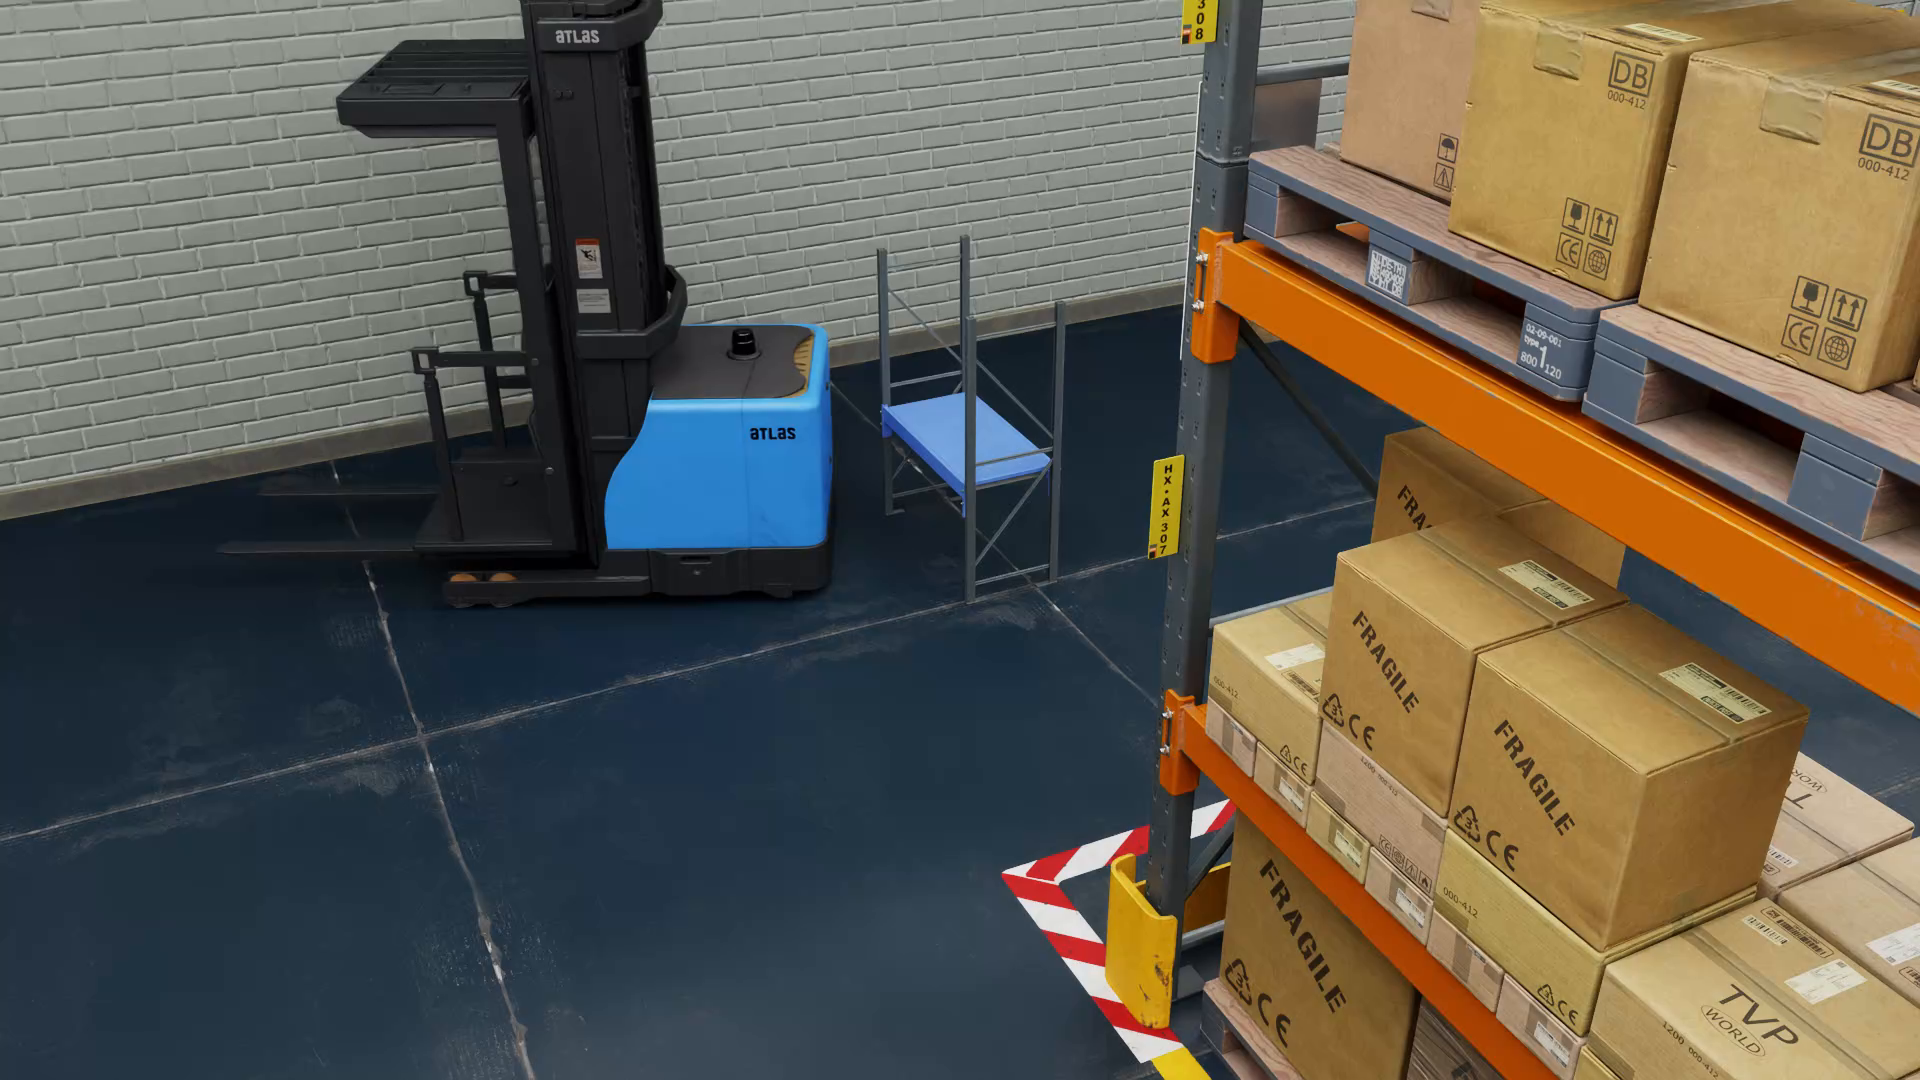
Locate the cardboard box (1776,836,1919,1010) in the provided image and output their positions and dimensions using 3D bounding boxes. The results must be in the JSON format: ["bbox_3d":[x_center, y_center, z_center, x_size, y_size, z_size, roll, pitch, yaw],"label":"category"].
[{"bbox_3d":[2.220,0.976,3.792,0.500,0.250,0.500,-13,32,-22],"label":"cardboard box"}]

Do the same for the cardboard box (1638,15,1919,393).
[{"bbox_3d":[1.779,-0.664,3.167,0.700,0.500,0.500,-15,33,-25],"label":"cardboard box"}]

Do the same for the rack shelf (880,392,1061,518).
[{"bbox_3d":[0.037,-0.460,8.404,0.538,0.185,1.000,-13,32,-22],"label":"rack shelf"}]

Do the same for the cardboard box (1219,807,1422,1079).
[{"bbox_3d":[1.456,1.213,5.263,0.875,0.875,0.875,-13,32,-22],"label":"cardboard box"}]

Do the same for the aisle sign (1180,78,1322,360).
[{"bbox_3d":[0.807,-0.899,4.628,0.394,0.787,0.004,-13,32,-22],"label":"aisle sign"}]

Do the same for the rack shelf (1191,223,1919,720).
[{"bbox_3d":[1.968,0.093,3.187,1.077,0.370,4.000,-13,32,-22],"label":"rack shelf"}]

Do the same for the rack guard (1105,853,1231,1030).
[{"bbox_3d":[1.099,1.283,5.950,1.175,0.500,0.348,-13,32,-22],"label":"rack guard"}]

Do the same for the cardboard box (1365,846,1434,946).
[{"bbox_3d":[1.298,0.880,4.370,0.380,0.149,0.250,-14,32,-23],"label":"cardboard box"}]

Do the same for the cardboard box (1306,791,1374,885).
[{"bbox_3d":[1.185,0.765,4.575,0.380,0.149,0.250,-14,32,-23],"label":"cardboard box"}]

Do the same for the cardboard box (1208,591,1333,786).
[{"bbox_3d":[1.071,0.408,4.805,0.500,0.250,0.500,-14,32,-23],"label":"cardboard box"}]

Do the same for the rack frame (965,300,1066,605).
[{"bbox_3d":[0.255,-0.392,7.916,0.500,1.500,0.032,-13,32,-22],"label":"rack frame"}]

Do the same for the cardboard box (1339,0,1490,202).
[{"bbox_3d":[1.381,-1.157,4.045,0.700,0.500,0.500,-15,33,-25],"label":"cardboard box"}]

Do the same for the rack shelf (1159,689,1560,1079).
[{"bbox_3d":[1.968,1.401,3.920,1.077,0.370,4.000,-13,32,-22],"label":"rack shelf"}]

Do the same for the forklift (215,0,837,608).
[{"bbox_3d":[-2.168,-1.208,7.907,3.031,2.935,1.130,-1,29,-1],"label":"forklift"}]

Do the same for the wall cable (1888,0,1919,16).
[{"bbox_3d":[7.618,-4.820,13.208,0.585,1.953,0.123,-13,32,-22],"label":"wall cable"}]

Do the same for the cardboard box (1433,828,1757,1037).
[{"bbox_3d":[1.513,0.859,4.000,0.500,0.250,0.500,-14,32,-24],"label":"cardboard box"}]

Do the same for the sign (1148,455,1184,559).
[{"bbox_3d":[0.605,-0.095,4.886,0.100,0.325,0.005,-13,32,-22],"label":"sign"}]

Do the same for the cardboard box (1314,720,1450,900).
[{"bbox_3d":[1.300,0.636,4.398,0.500,0.250,0.500,-13,32,-23],"label":"cardboard box"}]

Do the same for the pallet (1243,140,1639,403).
[{"bbox_3d":[1.437,-0.740,4.027,1.003,0.211,1.213,-13,32,-22],"label":"pallet"}]

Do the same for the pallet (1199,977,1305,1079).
[{"bbox_3d":[1.523,1.757,5.401,1.003,0.211,1.213,-13,32,-22],"label":"pallet"}]

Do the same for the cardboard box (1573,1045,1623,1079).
[{"bbox_3d":[1.625,1.219,3.767,0.380,0.149,0.250,-14,32,-23],"label":"cardboard box"}]

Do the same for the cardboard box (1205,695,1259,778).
[{"bbox_3d":[0.963,0.539,4.978,0.380,0.149,0.250,-13,32,-21],"label":"cardboard box"}]

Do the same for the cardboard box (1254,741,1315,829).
[{"bbox_3d":[1.075,0.652,4.777,0.380,0.149,0.250,-14,32,-23],"label":"cardboard box"}]

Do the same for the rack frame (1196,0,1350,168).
[{"bbox_3d":[1.109,-2.413,3.853,1.000,3.000,0.127,-13,32,-22],"label":"rack frame"}]

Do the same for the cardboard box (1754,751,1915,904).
[{"bbox_3d":[1.993,0.747,4.201,0.500,0.250,0.500,-14,32,-24],"label":"cardboard box"}]

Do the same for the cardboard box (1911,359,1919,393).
[{"bbox_3d":[2.113,-0.440,2.768,0.700,0.500,0.500,-12,31,-20],"label":"cardboard box"}]

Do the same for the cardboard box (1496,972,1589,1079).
[{"bbox_3d":[1.518,1.107,3.966,0.380,0.149,0.250,-13,32,-23],"label":"cardboard box"}]

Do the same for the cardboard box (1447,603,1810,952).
[{"bbox_3d":[1.514,0.529,3.821,0.500,0.500,0.500,-14,32,-23],"label":"cardboard box"}]

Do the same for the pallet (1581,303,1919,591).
[{"bbox_3d":[1.965,-0.201,3.065,1.003,0.211,1.213,-13,32,-22],"label":"pallet"}]

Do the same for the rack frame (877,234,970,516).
[{"bbox_3d":[-0.182,-0.841,8.716,0.500,1.500,0.032,-13,32,-22],"label":"rack frame"}]

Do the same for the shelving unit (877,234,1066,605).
[{"bbox_3d":[0.037,-0.616,8.316,0.538,1.500,1.048,-13,32,-22],"label":"shelving unit"}]

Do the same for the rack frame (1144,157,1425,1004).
[{"bbox_3d":[1.109,0.204,5.320,1.000,3.000,0.127,-13,32,-22],"label":"rack frame"}]

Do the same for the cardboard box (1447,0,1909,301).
[{"bbox_3d":[1.513,-0.883,3.557,0.700,0.500,0.500,-14,32,-24],"label":"cardboard box"}]

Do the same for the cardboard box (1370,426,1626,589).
[{"bbox_3d":[1.556,-0.028,4.815,0.500,0.500,0.500,-13,32,-21],"label":"cardboard box"}]

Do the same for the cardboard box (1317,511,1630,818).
[{"bbox_3d":[1.286,0.302,4.227,0.500,0.500,0.500,-14,32,-23],"label":"cardboard box"}]

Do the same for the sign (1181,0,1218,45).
[{"bbox_3d":[0.605,-1.407,4.150,0.100,0.325,0.005,-13,32,-22],"label":"sign"}]

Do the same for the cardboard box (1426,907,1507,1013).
[{"bbox_3d":[1.406,0.993,4.169,0.380,0.149,0.250,-14,32,-23],"label":"cardboard box"}]

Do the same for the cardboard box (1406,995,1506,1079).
[{"bbox_3d":[1.847,1.615,4.546,0.875,0.875,0.875,-13,32,-22],"label":"cardboard box"}]

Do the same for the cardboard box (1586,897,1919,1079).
[{"bbox_3d":[1.742,1.088,3.591,0.500,0.250,0.500,-14,32,-23],"label":"cardboard box"}]
